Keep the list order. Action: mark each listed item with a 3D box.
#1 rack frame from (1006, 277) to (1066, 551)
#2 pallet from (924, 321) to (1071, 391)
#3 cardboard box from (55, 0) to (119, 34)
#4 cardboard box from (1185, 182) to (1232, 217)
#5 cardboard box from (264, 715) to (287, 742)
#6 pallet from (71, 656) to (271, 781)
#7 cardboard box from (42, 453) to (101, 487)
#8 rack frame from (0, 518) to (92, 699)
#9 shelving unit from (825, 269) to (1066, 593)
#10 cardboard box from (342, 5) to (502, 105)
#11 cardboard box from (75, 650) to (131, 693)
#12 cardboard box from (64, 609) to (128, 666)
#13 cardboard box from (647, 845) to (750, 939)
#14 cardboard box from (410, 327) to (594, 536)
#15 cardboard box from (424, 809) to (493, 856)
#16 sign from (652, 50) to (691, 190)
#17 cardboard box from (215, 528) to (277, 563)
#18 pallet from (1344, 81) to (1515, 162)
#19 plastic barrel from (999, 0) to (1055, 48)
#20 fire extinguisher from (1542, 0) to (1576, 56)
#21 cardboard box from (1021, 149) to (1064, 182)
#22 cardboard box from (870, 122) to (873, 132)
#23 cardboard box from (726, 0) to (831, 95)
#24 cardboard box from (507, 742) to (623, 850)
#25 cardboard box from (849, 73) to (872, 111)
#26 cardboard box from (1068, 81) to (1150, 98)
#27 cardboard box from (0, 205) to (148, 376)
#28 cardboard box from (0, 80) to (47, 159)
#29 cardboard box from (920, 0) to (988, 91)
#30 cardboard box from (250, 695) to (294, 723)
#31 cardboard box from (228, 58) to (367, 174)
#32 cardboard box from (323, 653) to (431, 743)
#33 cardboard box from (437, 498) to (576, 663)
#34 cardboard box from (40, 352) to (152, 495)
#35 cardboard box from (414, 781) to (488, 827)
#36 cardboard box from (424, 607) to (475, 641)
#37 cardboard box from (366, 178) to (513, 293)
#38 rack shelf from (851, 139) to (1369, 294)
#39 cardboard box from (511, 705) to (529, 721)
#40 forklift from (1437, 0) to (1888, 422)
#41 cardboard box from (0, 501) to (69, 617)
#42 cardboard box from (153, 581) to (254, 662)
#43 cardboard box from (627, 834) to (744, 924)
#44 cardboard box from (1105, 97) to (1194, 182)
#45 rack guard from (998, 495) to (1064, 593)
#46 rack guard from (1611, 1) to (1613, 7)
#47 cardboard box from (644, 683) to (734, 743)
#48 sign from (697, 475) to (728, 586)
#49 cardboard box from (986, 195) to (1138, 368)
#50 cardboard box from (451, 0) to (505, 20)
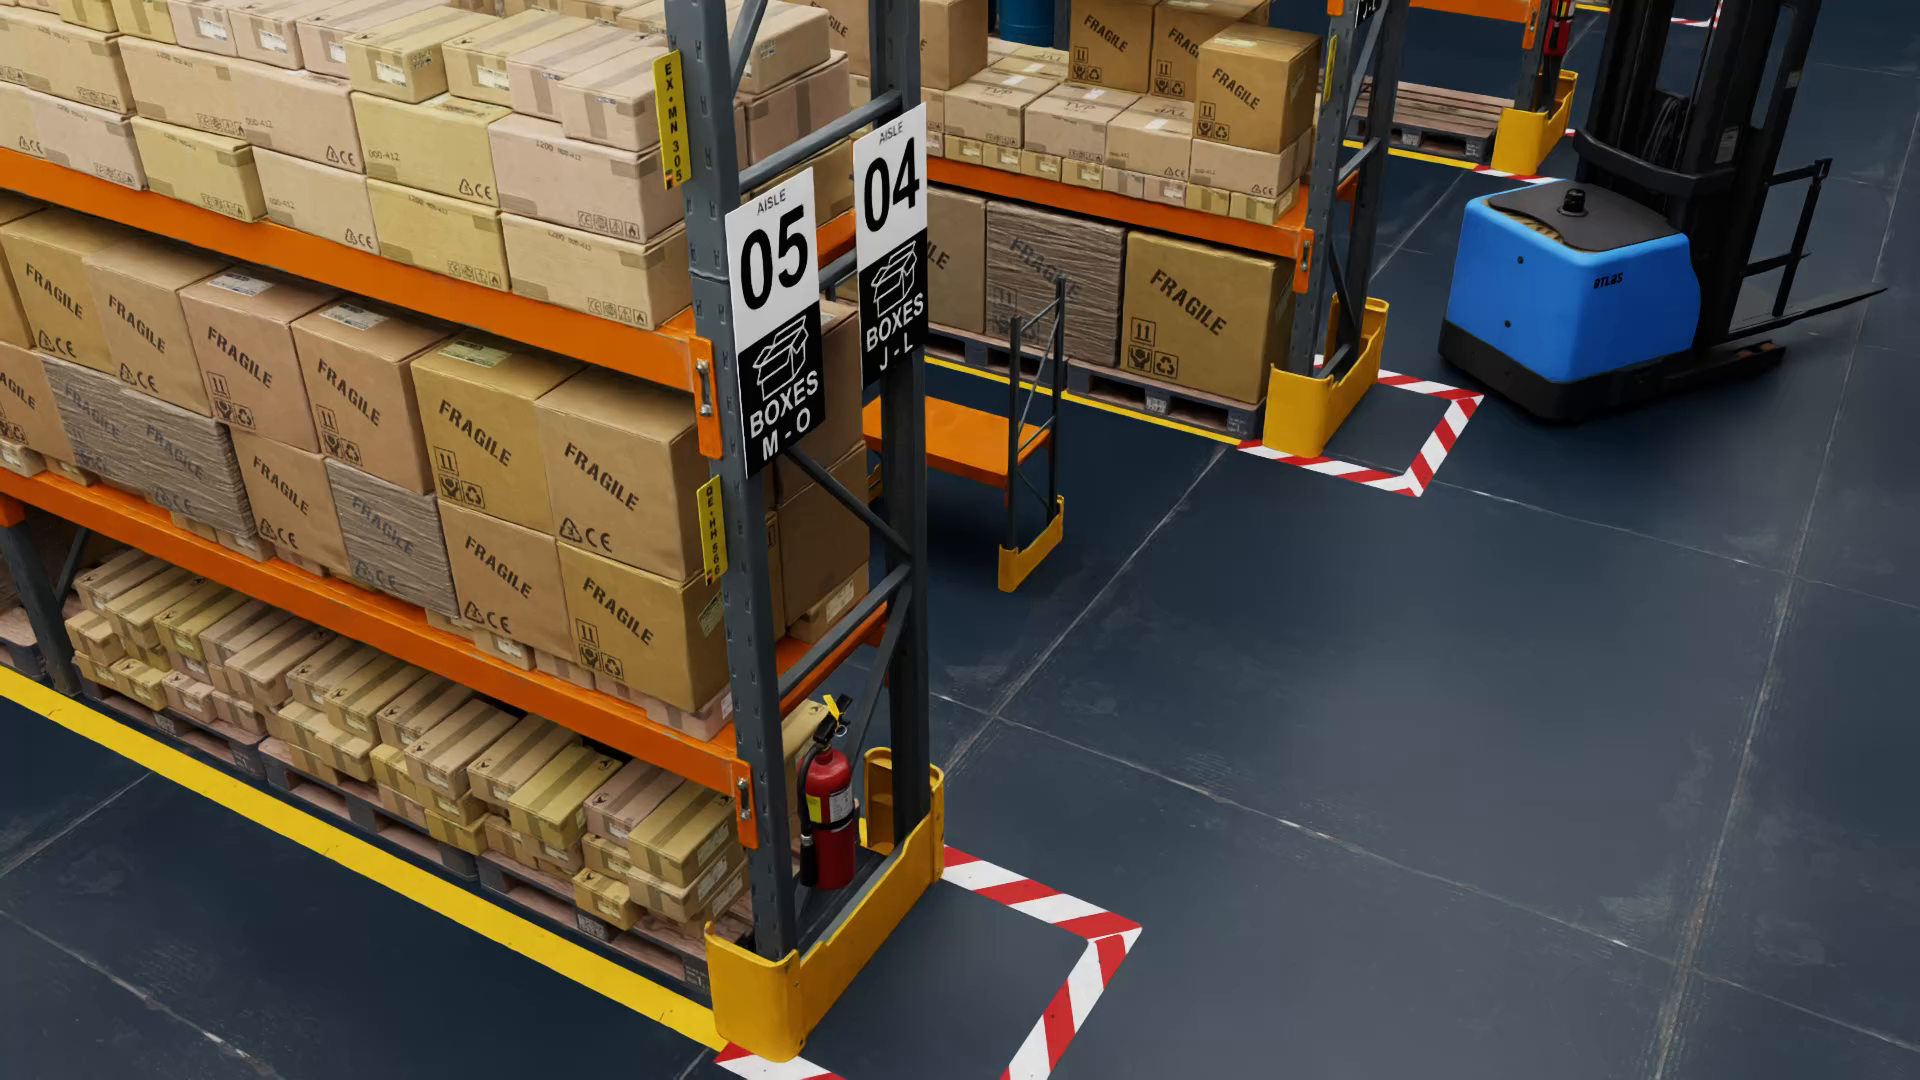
[{"bbox_3d":[0.367,-0.508,8.160,0.032,1.500,0.500,18,37,24],"label":"rack frame"},{"bbox_3d":[0.347,-1.390,10.647,1.213,0.211,1.003,18,37,24],"label":"pallet"},{"bbox_3d":[-2.637,-1.752,5.293,0.250,0.149,0.380,20,38,27],"label":"cardboard box"},{"bbox_3d":[1.436,-1.938,9.181,0.250,0.149,0.380,18,38,25],"label":"cardboard box"},{"bbox_3d":[-2.761,0.713,7.167,0.250,0.149,0.380,16,37,22],"label":"cardboard box"},{"bbox_3d":[-3.286,0.555,7.726,1.213,0.211,1.003,18,37,24],"label":"pallet"},{"bbox_3d":[-3.542,-0.398,6.868,0.250,0.149,0.380,19,38,26],"label":"cardboard box"},{"bbox_3d":[-3.886,-0.773,7.205,0.127,3.000,1.000,18,37,24],"label":"rack frame"},{"bbox_3d":[-0.066,-0.645,8.366,1.083,1.500,0.587,18,37,24],"label":"shelving unit"},{"bbox_3d":[-1.520,-1.389,4.748,0.250,0.149,0.380,18,38,25],"label":"cardboard box"},{"bbox_3d":[-3.730,0.493,7.496,0.250,0.149,0.380,16,37,22],"label":"cardboard box"},{"bbox_3d":[-3.730,0.368,7.415,0.250,0.149,0.380,19,38,26],"label":"cardboard box"},{"bbox_3d":[-0.974,1.294,6.294,0.250,0.149,0.380,18,38,25],"label":"cardboard box"},{"bbox_3d":[-1.374,-0.400,5.384,0.500,0.500,0.500,16,37,23],"label":"cardboard box"},{"bbox_3d":[-1.907,1.056,6.651,0.250,0.149,0.380,16,37,22],"label":"cardboard box"},{"bbox_3d":[-0.706,-1.029,4.084,0.005,0.325,0.100,18,37,24],"label":"sign"},{"bbox_3d":[-2.635,-0.095,6.413,0.250,0.149,0.380,19,38,26],"label":"cardboard box"},{"bbox_3d":[3.896,-3.501,13.817,1.213,0.211,1.003,18,37,24],"label":"pallet"},{"bbox_3d":[0.656,-4.975,15.029,0.708,0.901,0.600,18,37,24],"label":"plastic barrel"},{"bbox_3d":[4.498,-3.968,12.409,0.183,0.674,0.296,18,37,24],"label":"fire extinguisher"},{"bbox_3d":[0.550,-2.219,9.602,0.250,0.149,0.380,18,38,25],"label":"cardboard box"},{"bbox_3d":[-0.337,-2.500,10.025,0.250,0.149,0.380,17,37,24],"label":"cardboard box"},{"bbox_3d":[-0.582,-1.432,4.813,0.250,0.149,0.380,17,37,24],"label":"cardboard box"},{"bbox_3d":[-1.476,0.960,6.258,0.250,0.149,0.380,17,37,23],"label":"cardboard box"},{"bbox_3d":[-0.630,-2.799,10.114,0.500,0.250,0.500,17,37,24],"label":"cardboard box"},{"bbox_3d":[0.964,-2.635,9.868,0.500,0.250,0.500,16,37,23],"label":"cardboard box"},{"bbox_3d":[-3.158,-0.978,6.252,0.500,0.500,0.500,16,37,23],"label":"cardboard box"},{"bbox_3d":[-3.176,-1.572,5.833,0.500,0.250,0.500,17,37,24],"label":"cardboard box"},{"bbox_3d":[-0.171,-2.971,9.696,0.500,0.500,0.500,16,37,23],"label":"cardboard box"},{"bbox_3d":[-2.777,0.607,7.057,0.250,0.149,0.380,19,38,27],"label":"cardboard box"},{"bbox_3d":[-1.828,-1.354,5.055,0.500,0.250,0.500,18,38,25],"label":"cardboard box"},{"bbox_3d":[-2.346,0.627,6.758,0.250,0.149,0.380,18,38,25],"label":"cardboard box"},{"bbox_3d":[-1.376,0.017,5.659,0.500,0.500,0.500,17,37,24],"label":"cardboard box"},{"bbox_3d":[-3.148,-0.549,6.509,0.500,0.500,0.500,18,37,24],"label":"cardboard box"},{"bbox_3d":[-1.921,0.929,6.574,0.250,0.149,0.380,18,38,25],"label":"cardboard box"},{"bbox_3d":[-1.706,0.184,5.994,0.250,0.149,0.380,16,37,22],"label":"cardboard box"},{"bbox_3d":[-1.386,-0.994,4.965,0.500,0.250,0.500,18,38,24],"label":"cardboard box"},{"bbox_3d":[0.399,-2.283,10.121,4.000,0.370,1.077,18,37,24],"label":"rack shelf"},{"bbox_3d":[-1.654,0.670,6.963,0.250,0.149,0.380,16,37,22],"label":"cardboard box"},{"bbox_3d":[4.534,-2.471,9.817,3.031,2.935,1.130,-15,37,-22],"label":"forklift"},{"bbox_3d":[-4.654,0.010,7.905,0.500,0.500,0.500,17,37,24],"label":"cardboard box"},{"bbox_3d":[-3.236,0.335,7.197,0.250,0.149,0.380,17,37,24],"label":"cardboard box"},{"bbox_3d":[-1.013,1.207,6.156,0.250,0.149,0.380,17,37,23],"label":"cardboard box"},{"bbox_3d":[1.143,-2.239,9.273,0.500,0.250,0.500,17,37,24],"label":"cardboard box"},{"bbox_3d":[0.366,0.012,8.507,0.087,0.250,0.587,18,37,24],"label":"rack guard"},{"bbox_3d":[6.988,-5.779,16.977,0.348,0.500,1.175,18,37,24],"label":"rack guard"},{"bbox_3d":[-0.837,0.478,5.553,0.250,0.149,0.380,18,38,24],"label":"cardboard box"},{"bbox_3d":[-0.706,-0.025,4.752,0.005,0.325,0.100,18,37,24],"label":"sign"},{"bbox_3d":[0.750,-1.711,10.151,0.875,0.875,0.875,18,37,24],"label":"cardboard box"},{"bbox_3d":[-1.480,-1.708,5.227,0.250,0.149,0.380,19,38,26],"label":"cardboard box"}]
